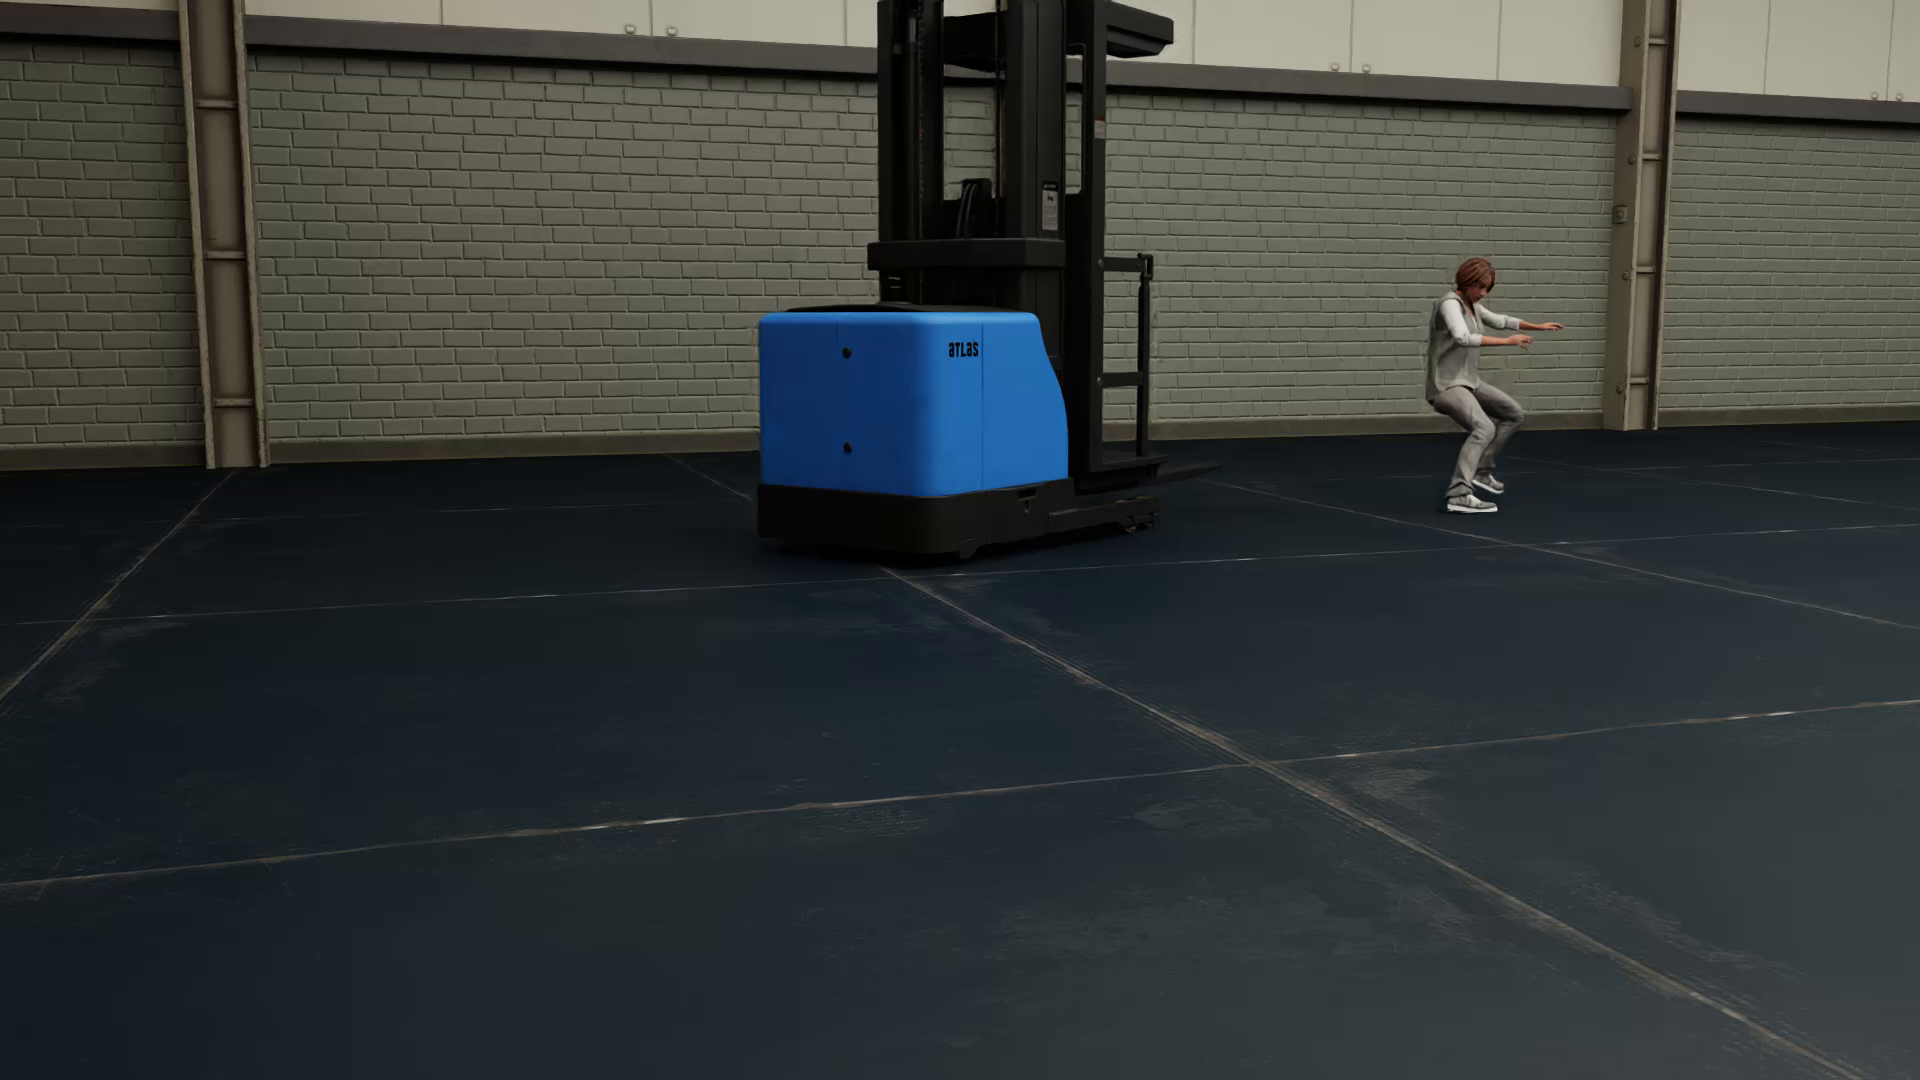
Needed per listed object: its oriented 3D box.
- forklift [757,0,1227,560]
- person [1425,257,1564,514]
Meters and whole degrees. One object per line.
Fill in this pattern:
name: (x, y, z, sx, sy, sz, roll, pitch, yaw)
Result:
forklift: (0.356, -1.523, 8.246, 1.130, 2.935, 3.031, 6, 10, 36)
person: (2.933, -0.876, 9.320, 0.618, 1.360, 0.997, 6, 10, 39)
